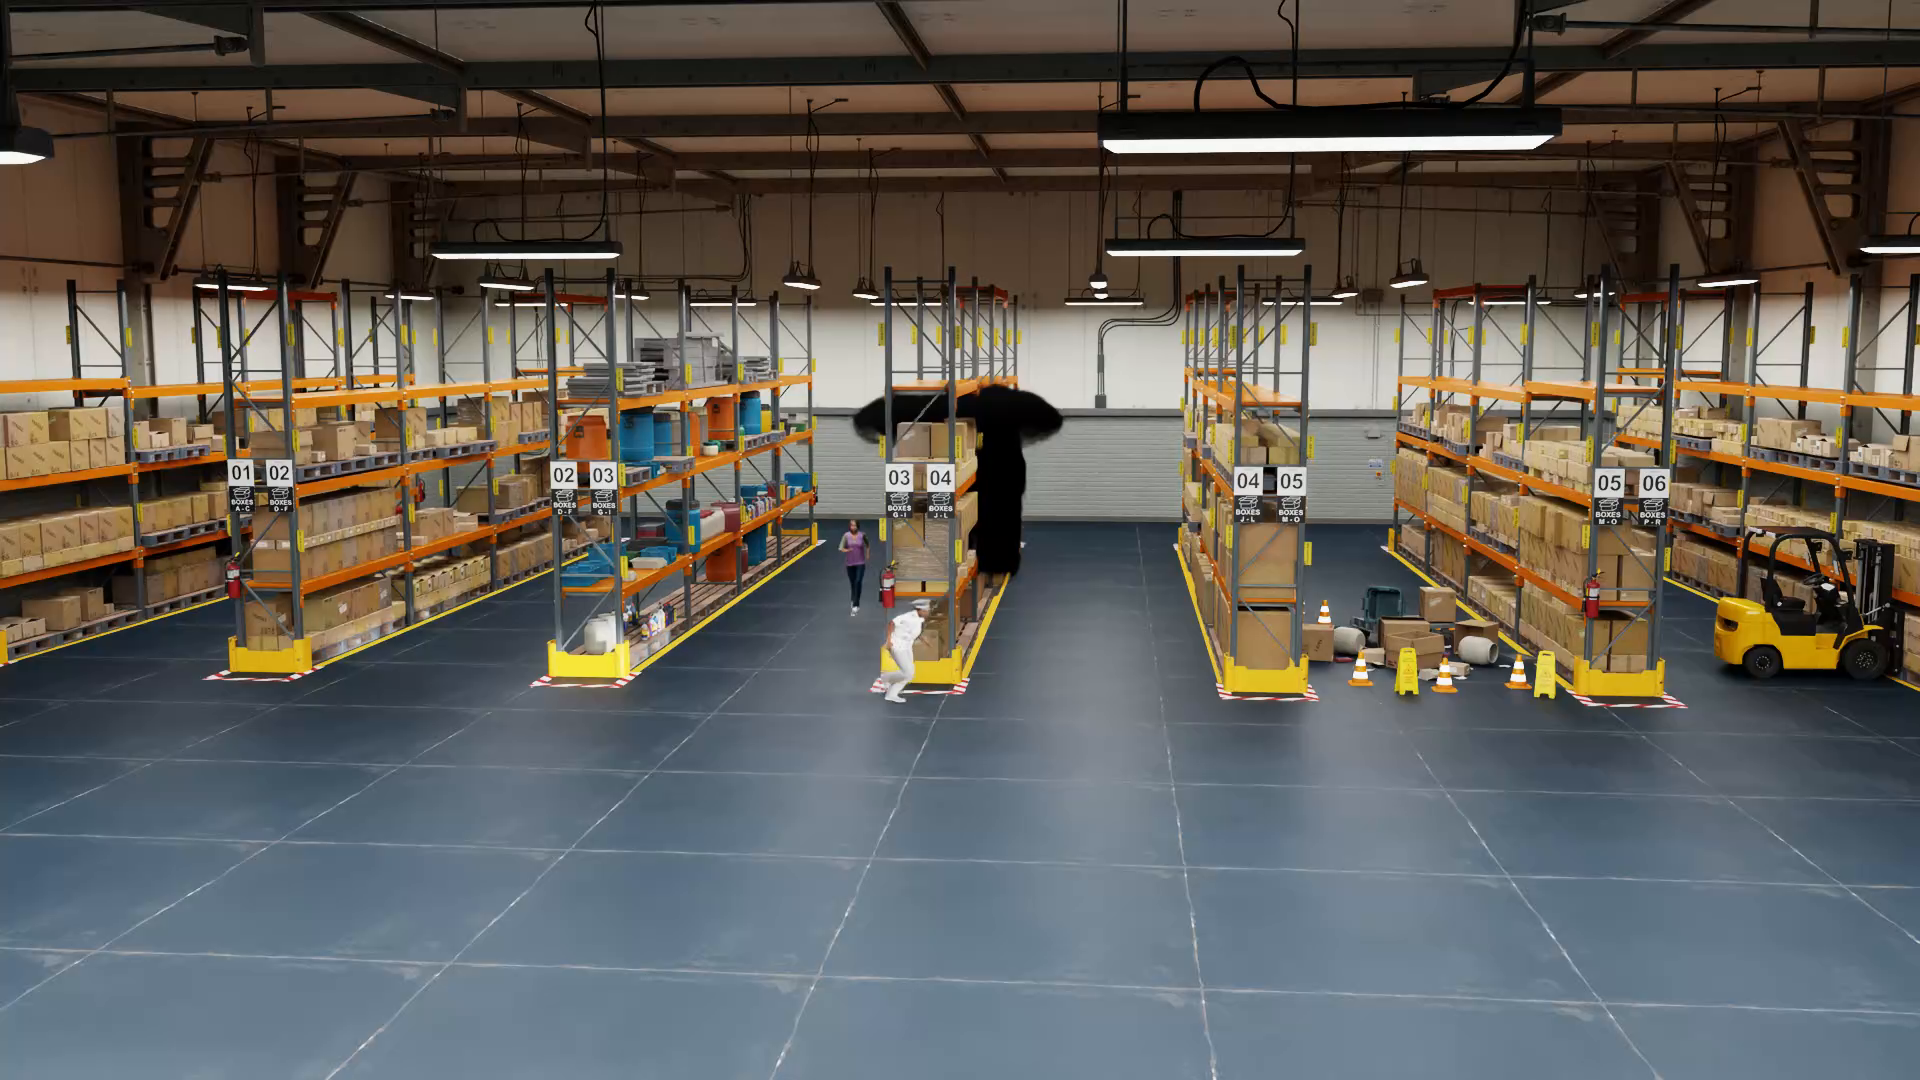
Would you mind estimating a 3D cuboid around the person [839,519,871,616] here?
[{"bbox_3d":[-1.804,0.435,28.465,0.510,1.619,0.792,1,7,5],"label":"person"}]

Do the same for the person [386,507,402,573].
[{"bbox_3d":[-12.103,-0.081,35.370,0.696,1.693,1.024,-1,7,-7],"label":"person"}]

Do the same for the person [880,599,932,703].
[{"bbox_3d":[-0.760,1.526,22.758,0.776,1.476,0.593,4,8,29],"label":"person"}]

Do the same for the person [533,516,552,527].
[{"bbox_3d":[-10.474,-0.931,42.074,0.778,1.691,0.553,1,7,9],"label":"person"}]
